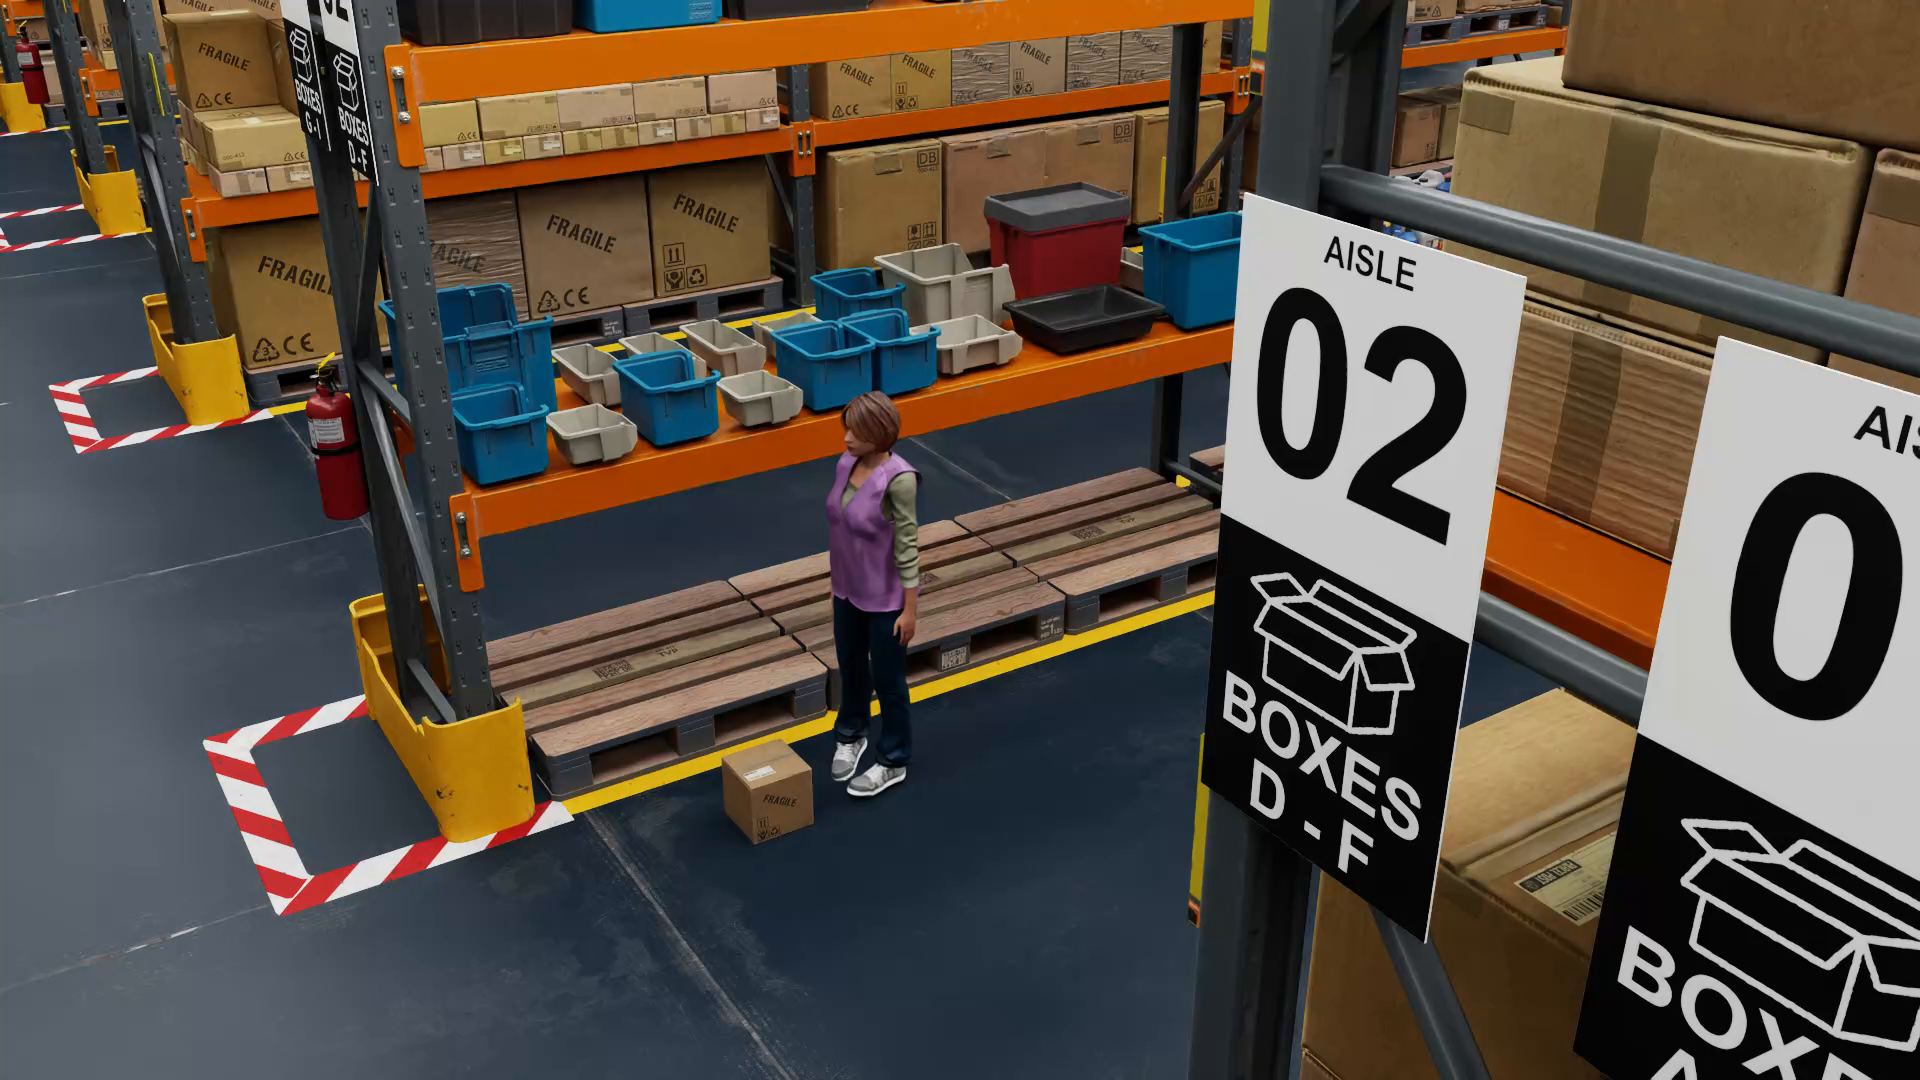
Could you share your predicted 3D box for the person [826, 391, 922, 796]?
[{"bbox_3d":[-0.338,0.265,6.195,0.336,1.519,0.474,-20,32,-36],"label":"person"}]
